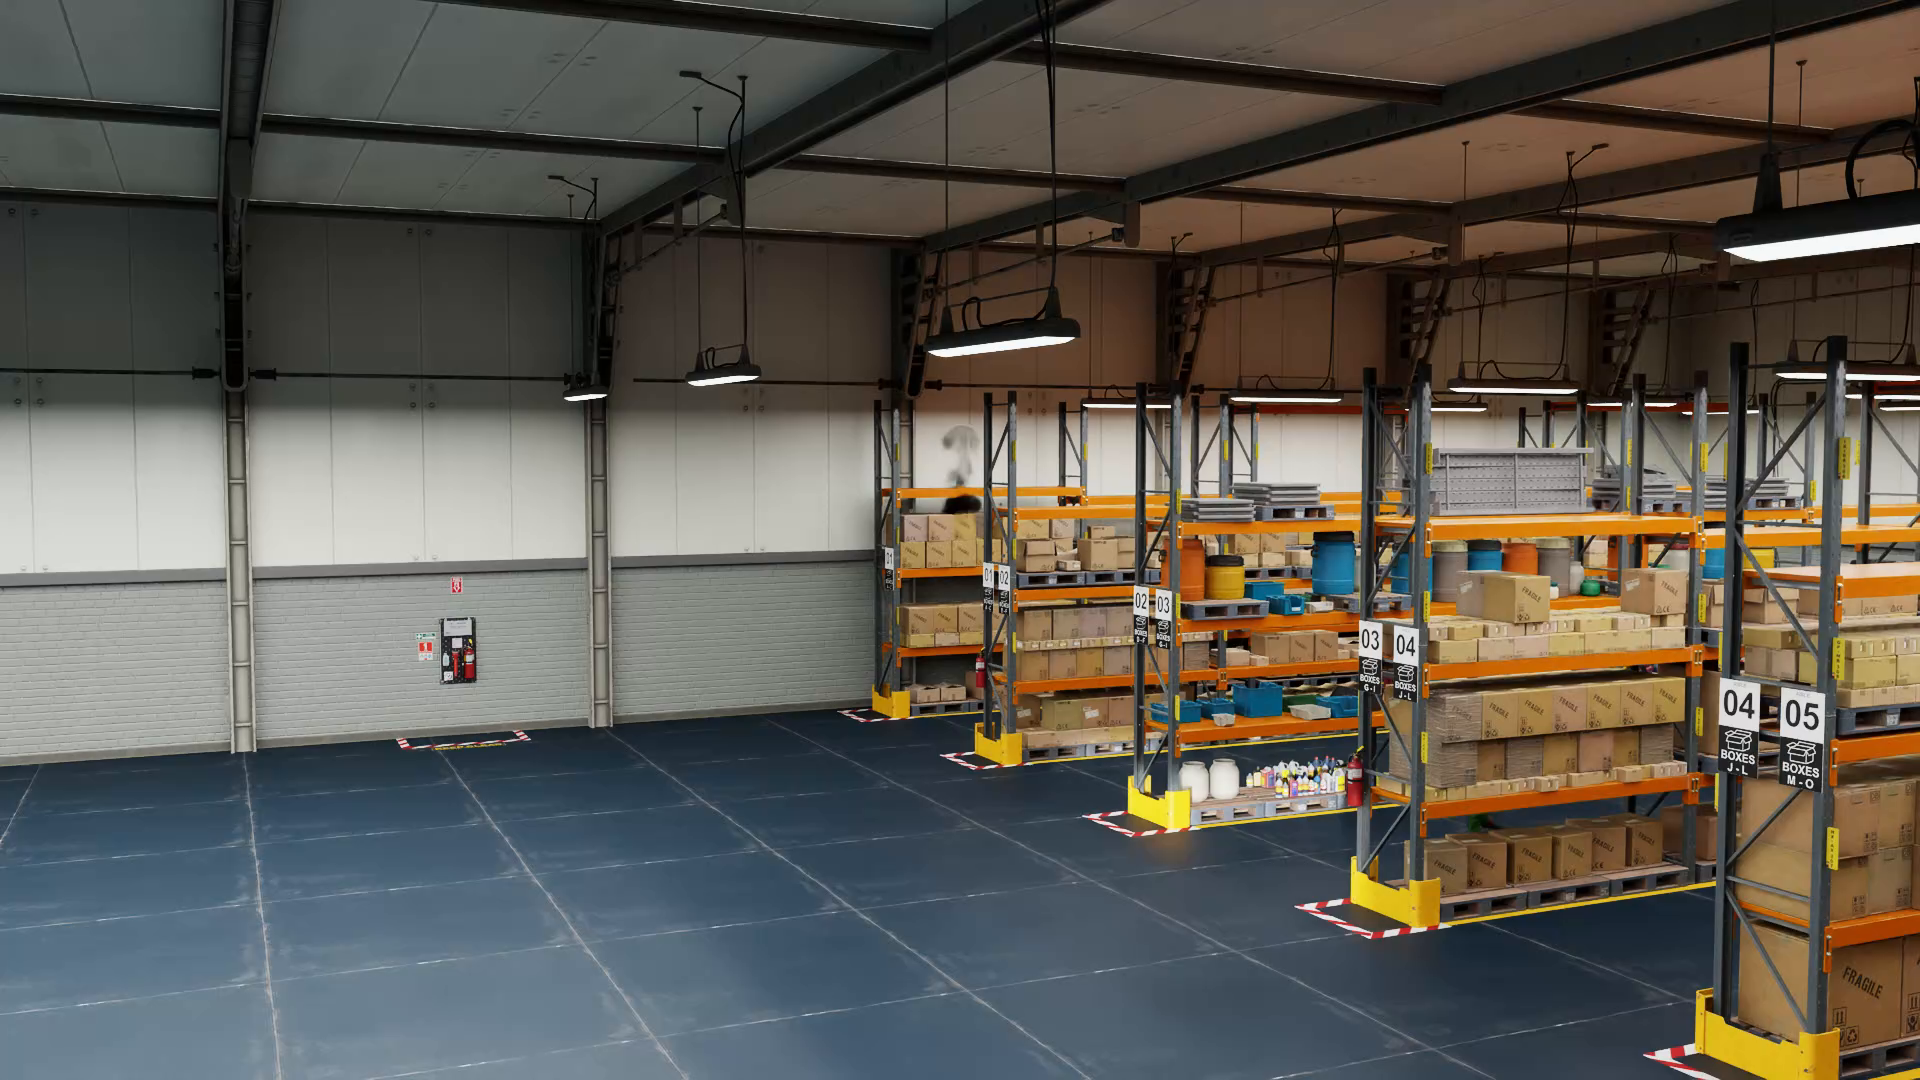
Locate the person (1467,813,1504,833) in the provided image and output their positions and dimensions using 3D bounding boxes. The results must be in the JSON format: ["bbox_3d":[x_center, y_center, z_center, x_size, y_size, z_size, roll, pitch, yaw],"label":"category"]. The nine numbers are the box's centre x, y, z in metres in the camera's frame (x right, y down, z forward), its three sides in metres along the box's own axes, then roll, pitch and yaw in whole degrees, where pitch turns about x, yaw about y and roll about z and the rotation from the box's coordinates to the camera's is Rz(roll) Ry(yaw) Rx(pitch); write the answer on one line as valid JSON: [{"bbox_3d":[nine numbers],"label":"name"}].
[{"bbox_3d":[6.480,3.080,20.576,0.956,1.786,0.667,-2,4,-28],"label":"person"}]
